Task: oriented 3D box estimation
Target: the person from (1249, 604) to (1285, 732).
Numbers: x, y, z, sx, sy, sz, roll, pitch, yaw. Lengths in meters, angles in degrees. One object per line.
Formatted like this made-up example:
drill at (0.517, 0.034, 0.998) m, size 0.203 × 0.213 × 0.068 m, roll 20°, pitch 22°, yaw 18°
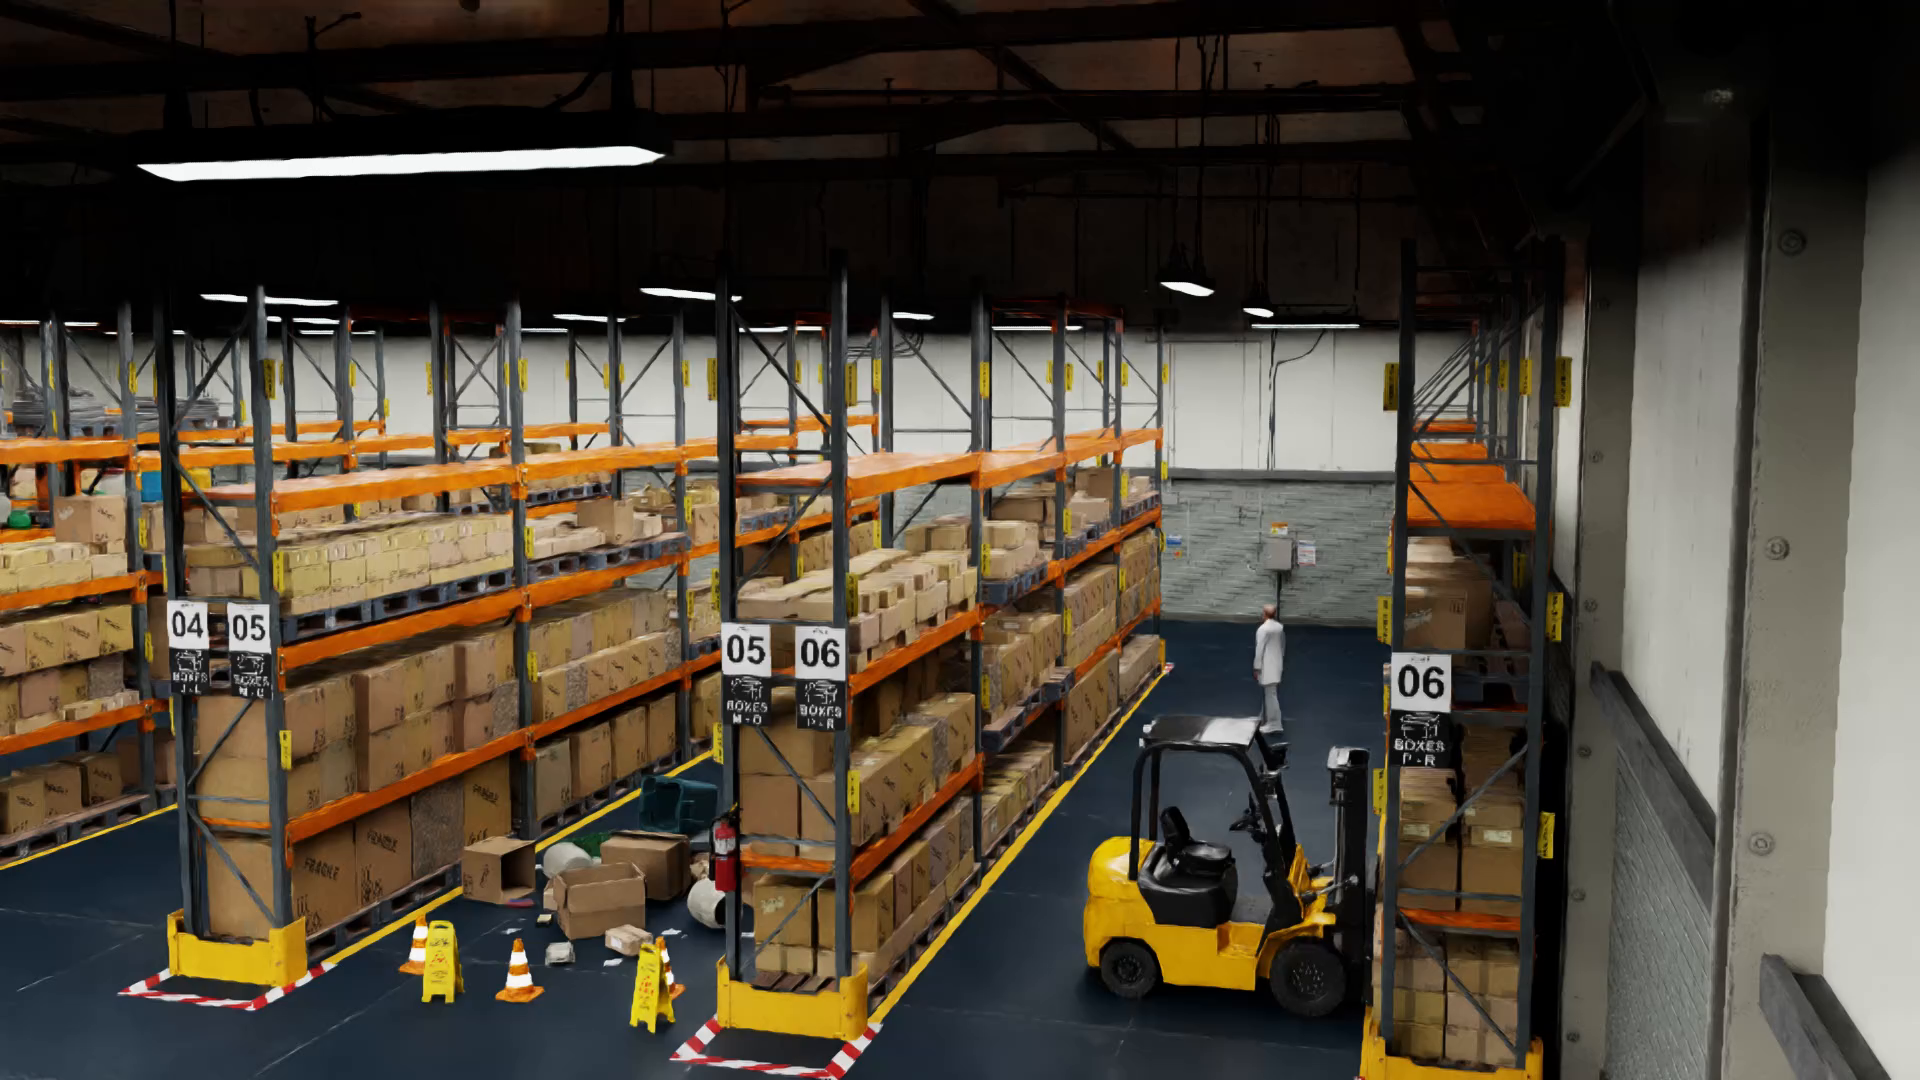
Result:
person at (4.335, 1.779, 23.518) m, size 0.647 × 1.773 × 0.690 m, roll 5°, pitch 8°, yaw 37°

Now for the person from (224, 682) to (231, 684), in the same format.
person at (-8.133, 2.368, 18.905) m, size 0.639 × 1.598 × 0.807 m, roll 0°, pitch 6°, yaw -1°
